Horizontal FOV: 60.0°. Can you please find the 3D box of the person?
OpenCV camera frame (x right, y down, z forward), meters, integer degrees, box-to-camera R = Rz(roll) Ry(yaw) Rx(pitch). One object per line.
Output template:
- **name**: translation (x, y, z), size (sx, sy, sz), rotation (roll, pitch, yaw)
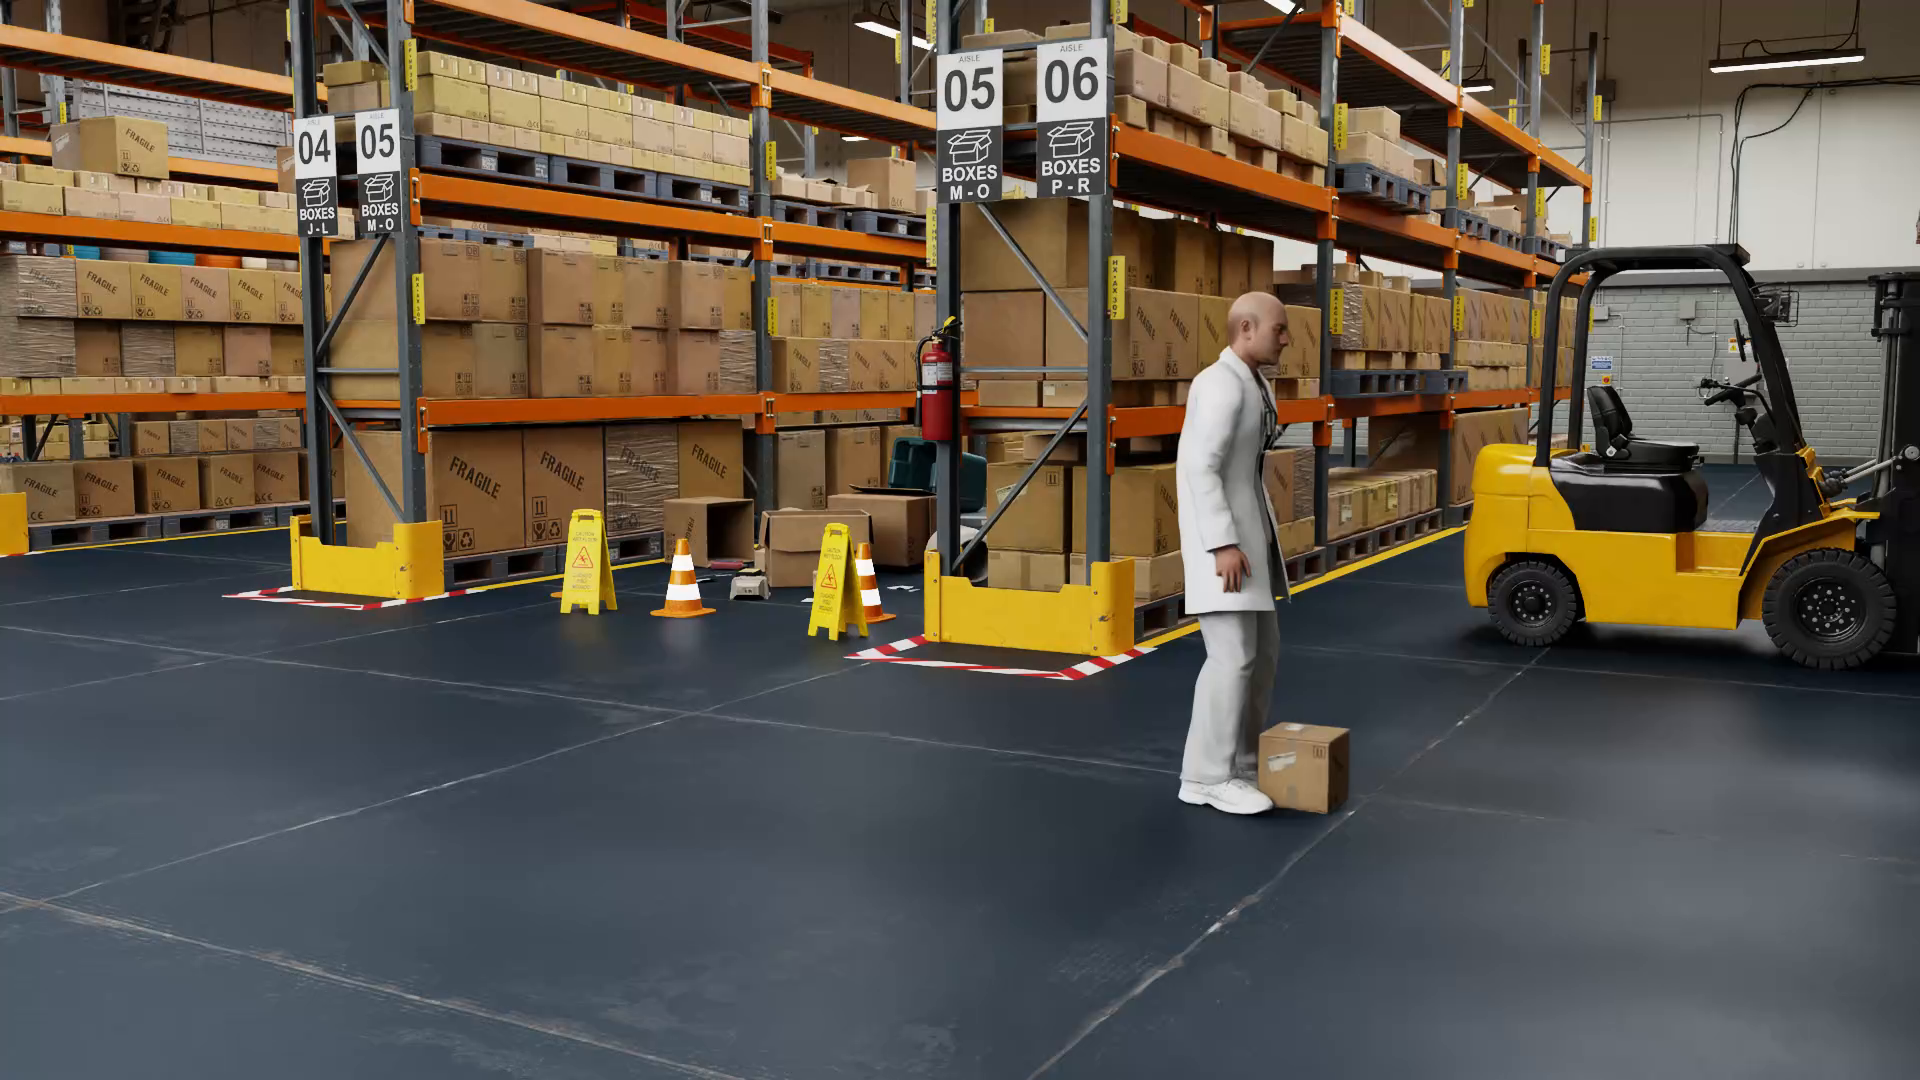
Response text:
- **person**: translation (0.979, 0.024, 5.836), size (0.427, 1.774, 0.625), rotation (3, 6, 26)
